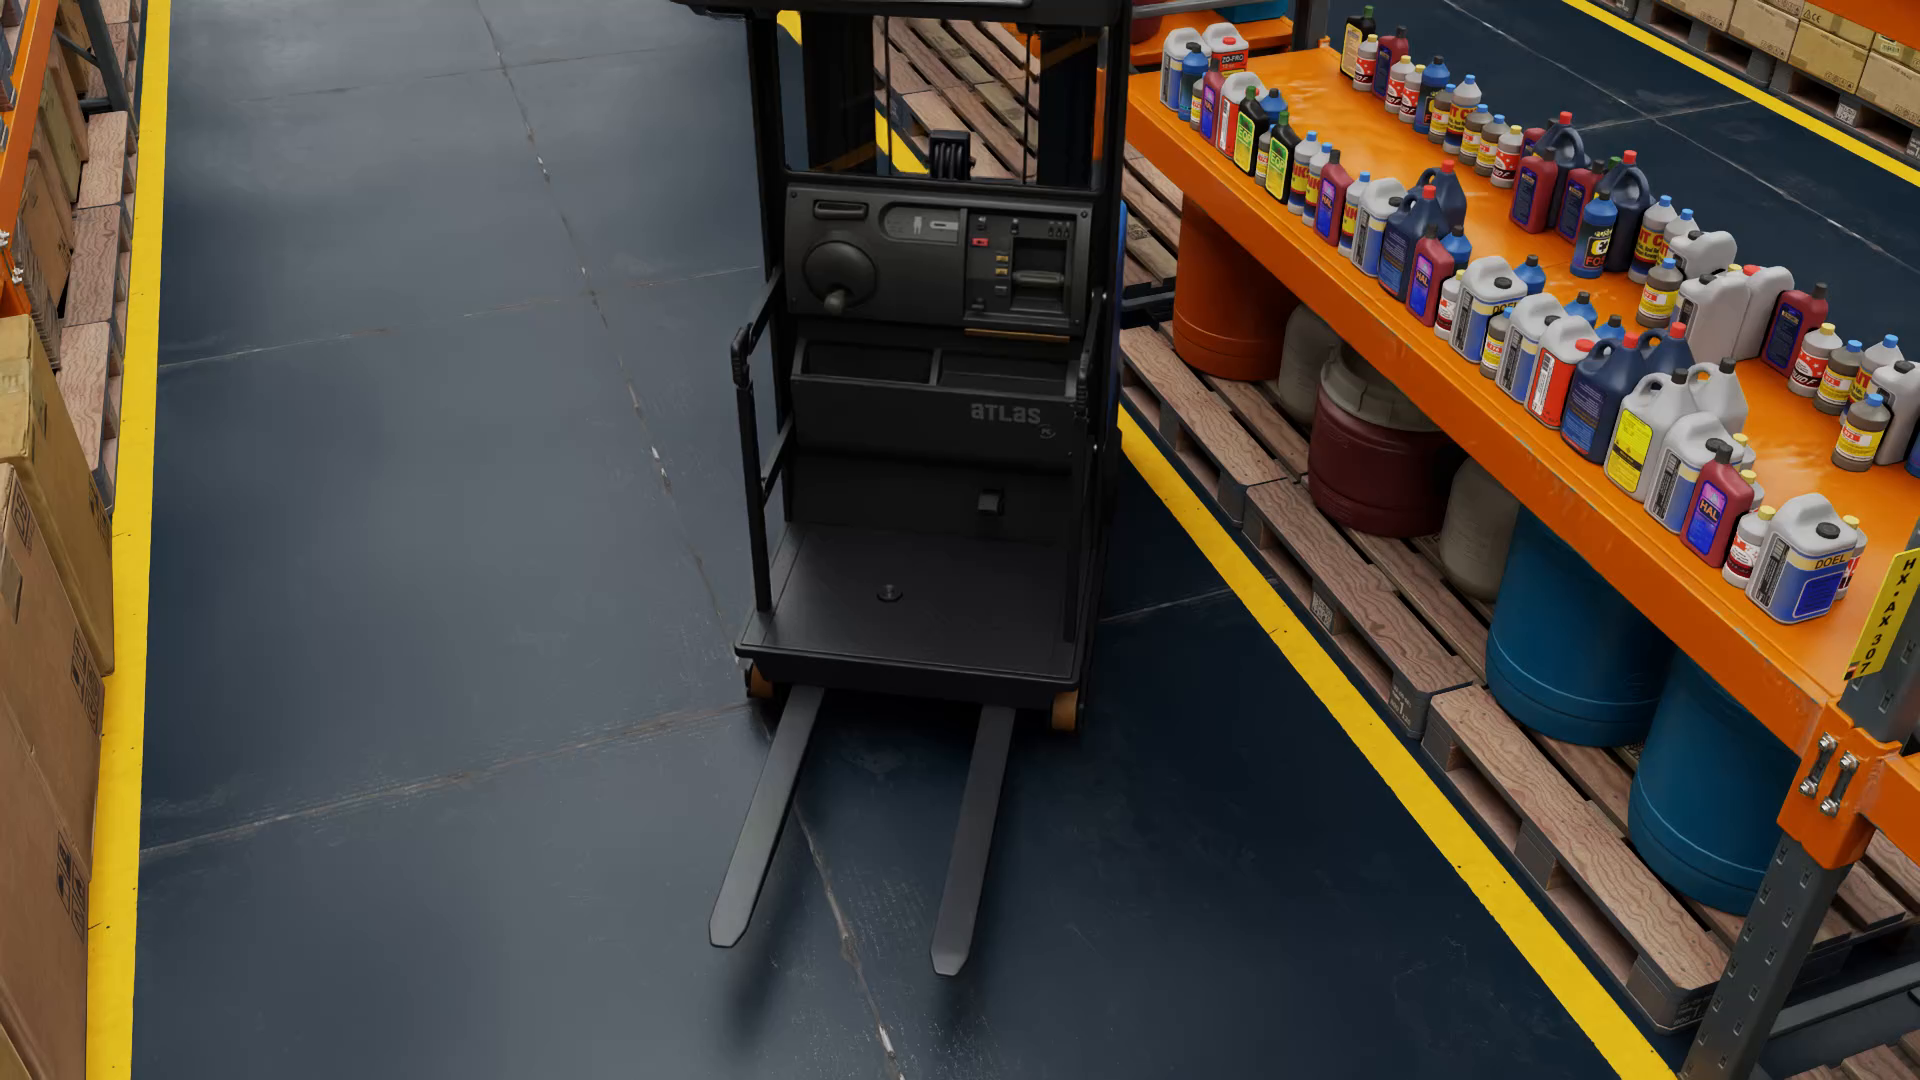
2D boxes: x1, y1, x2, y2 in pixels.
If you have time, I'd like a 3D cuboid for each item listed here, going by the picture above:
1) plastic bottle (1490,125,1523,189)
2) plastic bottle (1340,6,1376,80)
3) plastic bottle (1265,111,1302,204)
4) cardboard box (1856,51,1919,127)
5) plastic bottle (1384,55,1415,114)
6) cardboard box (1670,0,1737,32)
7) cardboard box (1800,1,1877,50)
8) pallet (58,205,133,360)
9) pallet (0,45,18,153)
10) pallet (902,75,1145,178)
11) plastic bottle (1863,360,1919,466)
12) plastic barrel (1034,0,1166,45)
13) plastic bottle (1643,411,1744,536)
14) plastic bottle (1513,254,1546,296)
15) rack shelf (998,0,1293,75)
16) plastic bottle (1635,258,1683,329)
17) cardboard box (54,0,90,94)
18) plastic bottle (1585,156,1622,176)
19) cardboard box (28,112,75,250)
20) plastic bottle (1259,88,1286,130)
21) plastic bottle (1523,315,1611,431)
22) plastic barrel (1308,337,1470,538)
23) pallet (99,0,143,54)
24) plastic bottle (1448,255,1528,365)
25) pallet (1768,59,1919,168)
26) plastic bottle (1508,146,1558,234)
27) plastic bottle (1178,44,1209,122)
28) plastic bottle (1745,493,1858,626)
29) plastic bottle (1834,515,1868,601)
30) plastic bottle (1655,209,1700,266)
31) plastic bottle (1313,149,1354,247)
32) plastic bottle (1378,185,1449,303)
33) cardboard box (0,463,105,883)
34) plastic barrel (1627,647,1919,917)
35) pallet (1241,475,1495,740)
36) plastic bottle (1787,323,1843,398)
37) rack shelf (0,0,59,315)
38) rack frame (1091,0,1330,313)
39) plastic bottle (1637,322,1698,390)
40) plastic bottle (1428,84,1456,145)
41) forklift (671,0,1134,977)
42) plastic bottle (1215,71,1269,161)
[{"bbox_3d":[1.874,-1.309,5.660,0.097,0.201,0.097,0,37,0],"label":"plastic bottle"},{"bbox_3d":[1.537,-1.926,6.411,0.061,0.283,0.133,-12,39,-16],"label":"plastic bottle"},{"bbox_3d":[1.085,-1.278,5.551,0.061,0.283,0.133,-12,39,-16],"label":"plastic bottle"},{"bbox_3d":[5.239,-2.453,8.949,0.500,0.250,0.500,-12,39,-15],"label":"cardboard box"},{"bbox_3d":[1.639,-1.694,6.171,0.097,0.201,0.097,0,37,0],"label":"plastic bottle"},{"bbox_3d":[4.709,-3.318,10.098,0.500,0.250,0.500,-12,39,-15],"label":"cardboard box"},{"bbox_3d":[5.053,-2.967,9.166,0.500,0.311,0.500,-13,39,-17],"label":"cardboard box"},{"bbox_3d":[-4.337,-1.103,7.540,1.003,0.211,1.213,-12,39,-16],"label":"pallet"},{"bbox_3d":[-3.998,-1.391,5.764,1.213,0.211,1.003,-12,39,-16],"label":"pallet"},{"bbox_3d":[0.351,-2.133,8.906,1.003,0.211,1.213,-12,39,-16],"label":"pallet"},{"bbox_3d":[2.446,-0.351,4.326,0.152,0.276,0.135,-12,39,-16],"label":"plastic bottle"},{"bbox_3d":[0.553,-2.367,6.786,0.600,0.536,0.708,-12,39,-16],"label":"plastic barrel"},{"bbox_3d":[1.809,-0.166,4.080,0.152,0.276,0.135,-12,39,-16],"label":"plastic bottle"},{"bbox_3d":[1.620,-0.692,4.783,0.097,0.271,0.097,0,37,0],"label":"plastic bottle"},{"bbox_3d":[0.309,-2.955,8.278,1.077,0.370,4.000,-12,39,-16],"label":"rack shelf"},{"bbox_3d":[2.063,-0.732,4.894,0.097,0.201,0.097,0,37,0],"label":"plastic bottle"},{"bbox_3d":[-5.130,-2.751,9.137,0.500,0.500,0.500,-14,39,-17],"label":"cardboard box"},{"bbox_3d":[2.040,-1.101,5.315,0.061,0.283,0.133,-12,39,-16],"label":"plastic bottle"},{"bbox_3d":[-4.499,-1.584,7.571,0.700,0.500,0.500,-16,40,-20],"label":"cardboard box"},{"bbox_3d":[1.073,-1.430,5.763,0.097,0.271,0.097,0,37,0],"label":"plastic bottle"},{"bbox_3d":[1.636,-0.451,4.458,0.152,0.276,0.135,-12,39,-16],"label":"plastic bottle"},{"bbox_3d":[1.570,-0.407,5.952,0.600,0.588,0.708,-12,39,-16],"label":"plastic barrel"},{"bbox_3d":[-5.717,-3.296,10.450,1.003,0.211,1.213,-12,39,-16],"label":"pallet"},{"bbox_3d":[1.509,-0.658,4.733,0.152,0.276,0.135,-12,39,-16],"label":"plastic bottle"},{"bbox_3d":[5.403,-2.496,9.388,1.003,0.211,1.213,-12,39,-16],"label":"pallet"},{"bbox_3d":[1.859,-1.146,5.376,0.061,0.283,0.133,-12,39,-16],"label":"plastic bottle"},{"bbox_3d":[0.857,-1.679,6.093,0.097,0.271,0.097,0,37,0],"label":"plastic bottle"},{"bbox_3d":[1.935,0.040,3.806,0.152,0.276,0.135,-12,39,-16],"label":"plastic bottle"},{"bbox_3d":[2.045,0.034,3.877,0.097,0.201,0.097,0,37,0],"label":"plastic bottle"},{"bbox_3d":[2.160,-0.868,5.016,0.097,0.271,0.097,0,37,0],"label":"plastic bottle"},{"bbox_3d":[1.198,-1.093,5.305,0.061,0.283,0.133,-12,39,-16],"label":"plastic bottle"},{"bbox_3d":[1.371,-0.907,5.003,0.144,0.351,0.185,-12,39,-16],"label":"plastic bottle"},{"bbox_3d":[-3.136,0.493,4.520,1.225,0.875,0.875,-12,39,-16],"label":"cardboard box"},{"bbox_3d":[2.203,0.506,4.480,0.600,0.901,0.708,-12,39,-16],"label":"plastic barrel"},{"bbox_3d":[1.724,0.126,5.908,1.003,0.211,1.213,-12,39,-16],"label":"pallet"},{"bbox_3d":[2.365,-0.502,4.589,0.097,0.201,0.097,0,37,0],"label":"plastic bottle"},{"bbox_3d":[-4.341,-1.930,6.917,1.077,0.370,4.000,-12,39,-16],"label":"rack shelf"},{"bbox_3d":[0.997,-2.113,6.562,1.000,3.000,0.127,-12,39,-16],"label":"rack frame"},{"bbox_3d":[1.822,-0.419,4.355,0.144,0.351,0.185,-12,39,-16],"label":"plastic bottle"},{"bbox_3d":[1.740,-1.529,5.952,0.097,0.201,0.097,0,37,0],"label":"plastic bottle"},{"bbox_3d":[-0.103,-0.779,4.848,1.130,2.935,3.031,5,37,7],"label":"forklift"},{"bbox_3d":[1.002,-1.491,5.839,0.152,0.276,0.135,-12,39,-16],"label":"plastic bottle"}]
